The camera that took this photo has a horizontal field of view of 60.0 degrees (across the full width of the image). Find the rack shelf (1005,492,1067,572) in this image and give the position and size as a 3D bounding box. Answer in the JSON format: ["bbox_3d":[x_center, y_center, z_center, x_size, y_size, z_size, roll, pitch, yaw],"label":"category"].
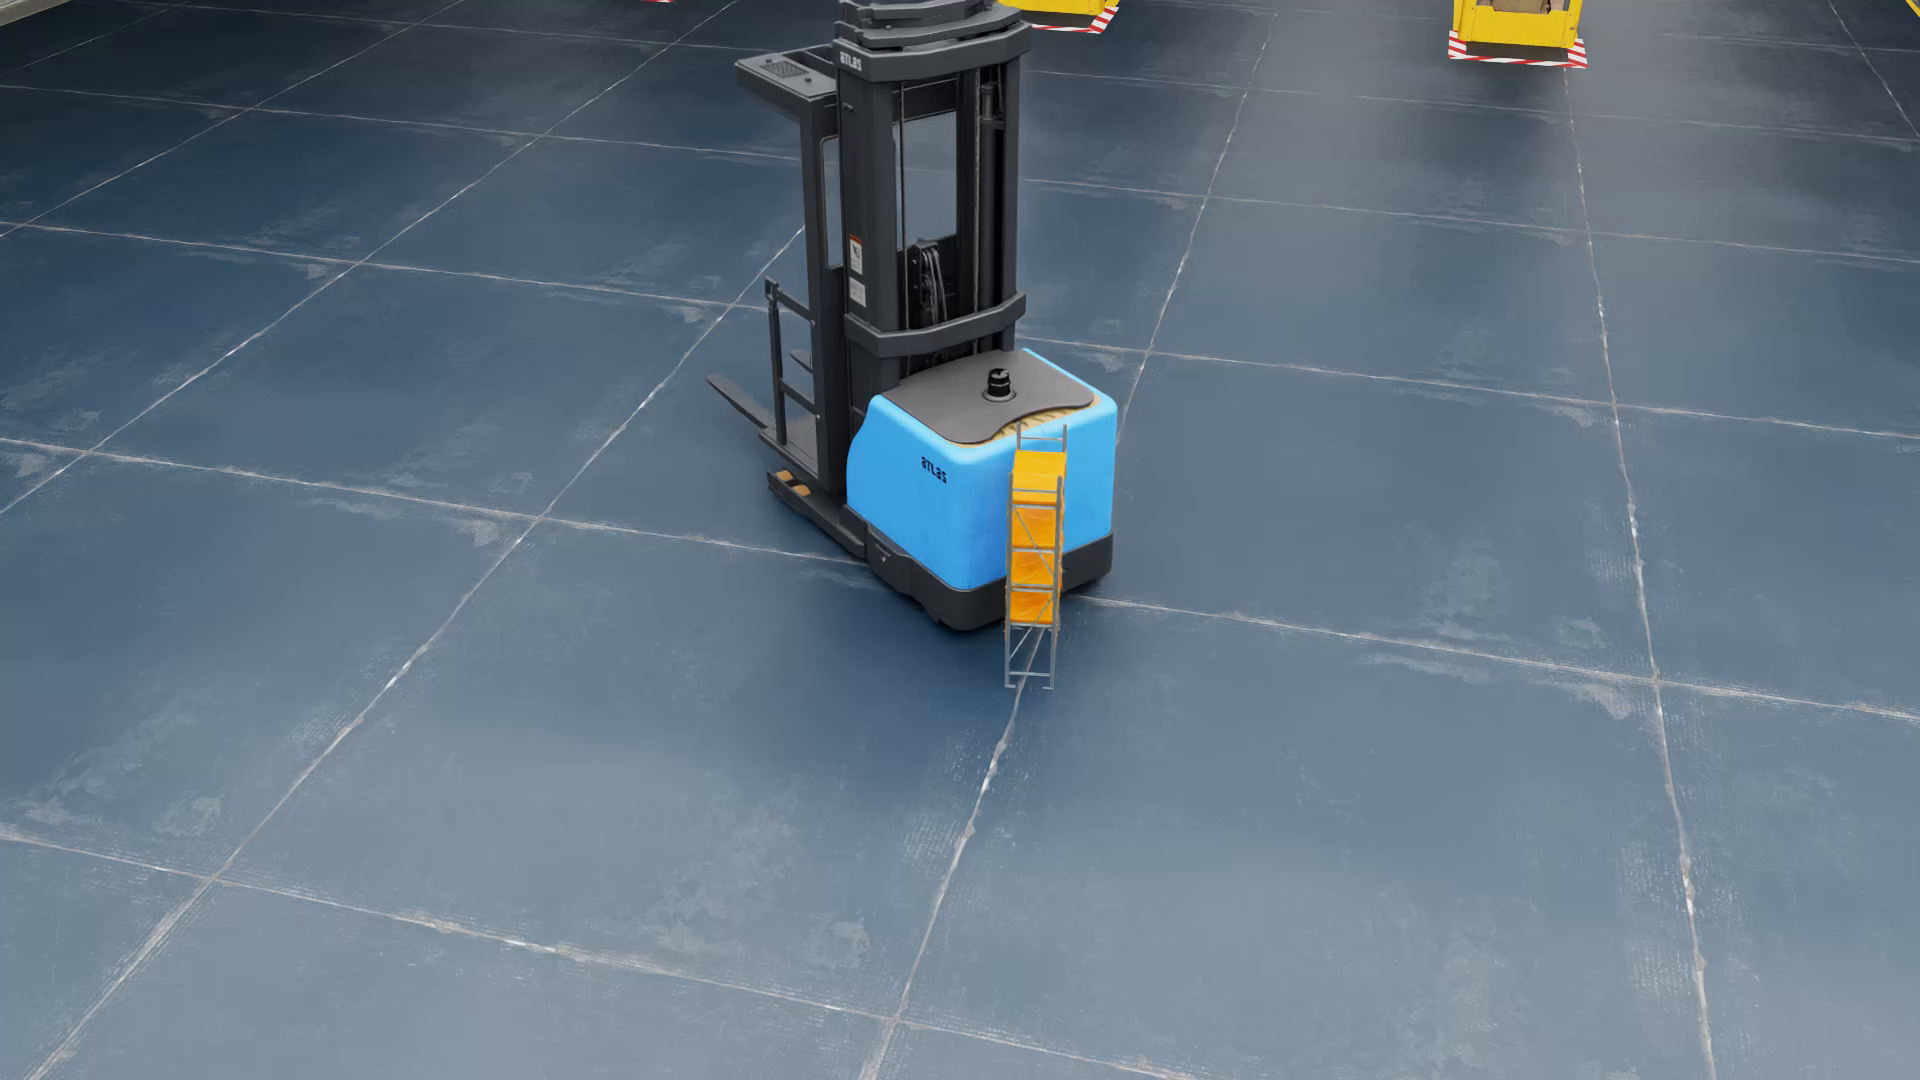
[{"bbox_3d":[0.364,-0.048,7.915,0.258,0.148,0.480,3,33,5],"label":"rack shelf"}]

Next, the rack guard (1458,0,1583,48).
[{"bbox_3d":[5.859,-5.488,17.417,1.175,0.500,0.348,8,33,12],"label":"rack guard"}]

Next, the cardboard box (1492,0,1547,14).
[{"bbox_3d":[6.014,-5.948,17.749,0.500,0.500,0.500,14,35,21],"label":"cardboard box"}]

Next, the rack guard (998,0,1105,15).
[{"bbox_3d":[1.022,-6.169,18.488,1.175,0.500,0.348,8,33,12],"label":"rack guard"}]

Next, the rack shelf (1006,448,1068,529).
[{"bbox_3d":[0.364,-0.247,7.788,0.258,0.148,0.480,3,33,5],"label":"rack shelf"}]

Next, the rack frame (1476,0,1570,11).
[{"bbox_3d":[5.840,-6.504,16.685,1.000,3.000,0.127,8,33,12],"label":"rack frame"}]

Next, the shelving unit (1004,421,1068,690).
[{"bbox_3d":[0.364,0.084,7.999,0.258,1.200,0.503,3,33,5],"label":"shelving unit"}]

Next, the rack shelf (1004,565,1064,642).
[{"bbox_3d":[0.364,0.308,8.142,0.258,0.148,0.480,3,33,5],"label":"rack shelf"}]

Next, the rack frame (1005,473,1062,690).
[{"bbox_3d":[0.338,0.214,7.794,0.240,1.200,0.015,3,33,5],"label":"rack frame"}]

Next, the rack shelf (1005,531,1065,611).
[{"bbox_3d":[0.364,0.141,8.035,0.258,0.148,0.480,3,33,5],"label":"rack shelf"}]

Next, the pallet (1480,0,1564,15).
[{"bbox_3d":[6.099,-5.783,18.150,1.003,0.211,1.213,8,33,12],"label":"pallet"}]

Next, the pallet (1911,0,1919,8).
[{"bbox_3d":[11.358,-6.291,18.949,1.003,0.211,1.213,8,33,12],"label":"pallet"}]

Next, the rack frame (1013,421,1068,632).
[{"bbox_3d":[0.390,-0.046,8.204,0.240,1.200,0.015,3,33,5],"label":"rack frame"}]

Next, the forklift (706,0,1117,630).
[{"bbox_3d":[-0.453,-1.522,8.912,1.130,2.935,3.031,-21,38,-29],"label":"forklift"}]
